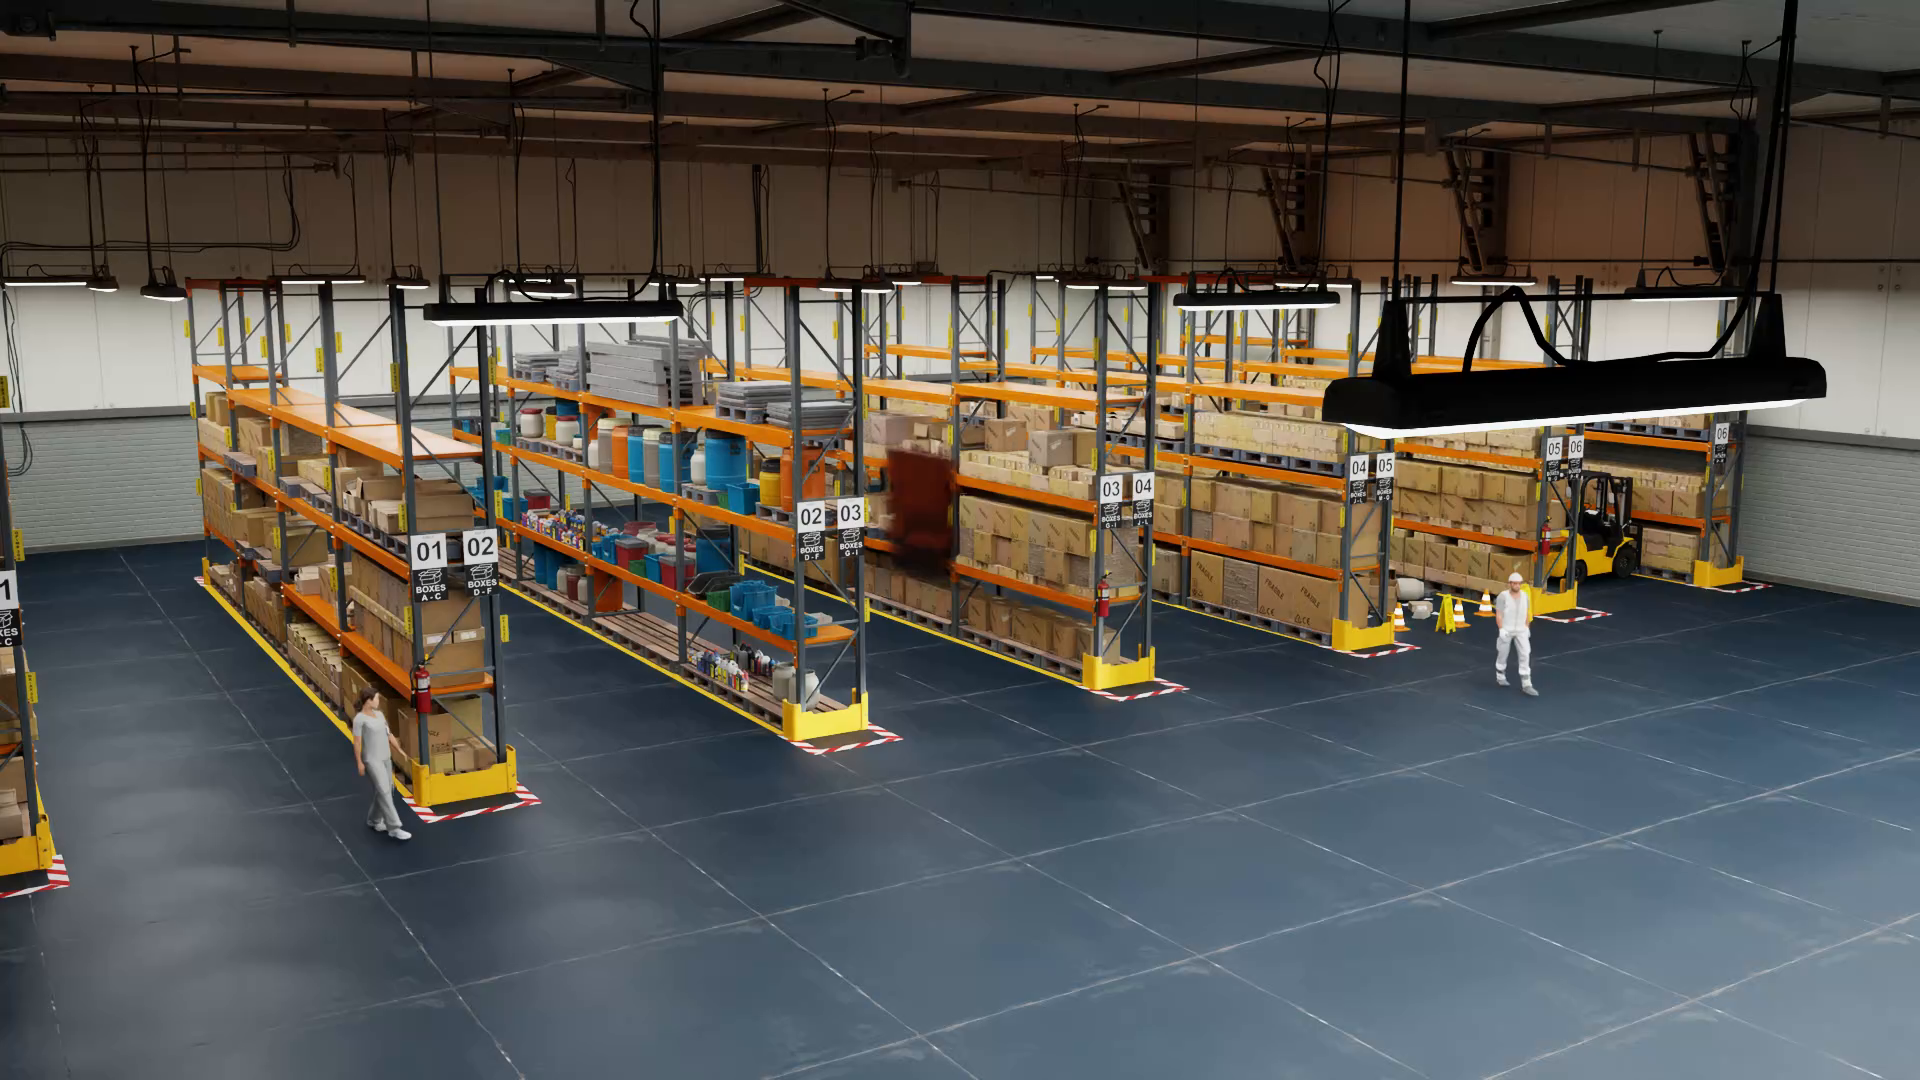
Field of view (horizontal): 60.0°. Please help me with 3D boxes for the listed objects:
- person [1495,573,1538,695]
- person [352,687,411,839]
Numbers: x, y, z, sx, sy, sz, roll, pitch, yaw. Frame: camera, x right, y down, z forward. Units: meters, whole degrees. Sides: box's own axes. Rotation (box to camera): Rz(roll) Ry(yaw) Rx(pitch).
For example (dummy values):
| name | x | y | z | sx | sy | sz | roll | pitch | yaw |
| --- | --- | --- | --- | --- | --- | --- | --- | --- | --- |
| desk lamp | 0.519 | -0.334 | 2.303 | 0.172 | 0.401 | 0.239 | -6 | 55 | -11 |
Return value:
| name | x | y | z | sx | sy | sz | roll | pitch | yaw |
| --- | --- | --- | --- | --- | --- | --- | --- | --- | --- |
| person | 8.191 | 1.355 | 24.511 | 0.576 | 1.746 | 0.919 | 0 | 10 | 1 |
| person | -6.348 | 2.467 | 18.452 | 0.807 | 1.651 | 0.476 | 3 | 10 | 20 |
